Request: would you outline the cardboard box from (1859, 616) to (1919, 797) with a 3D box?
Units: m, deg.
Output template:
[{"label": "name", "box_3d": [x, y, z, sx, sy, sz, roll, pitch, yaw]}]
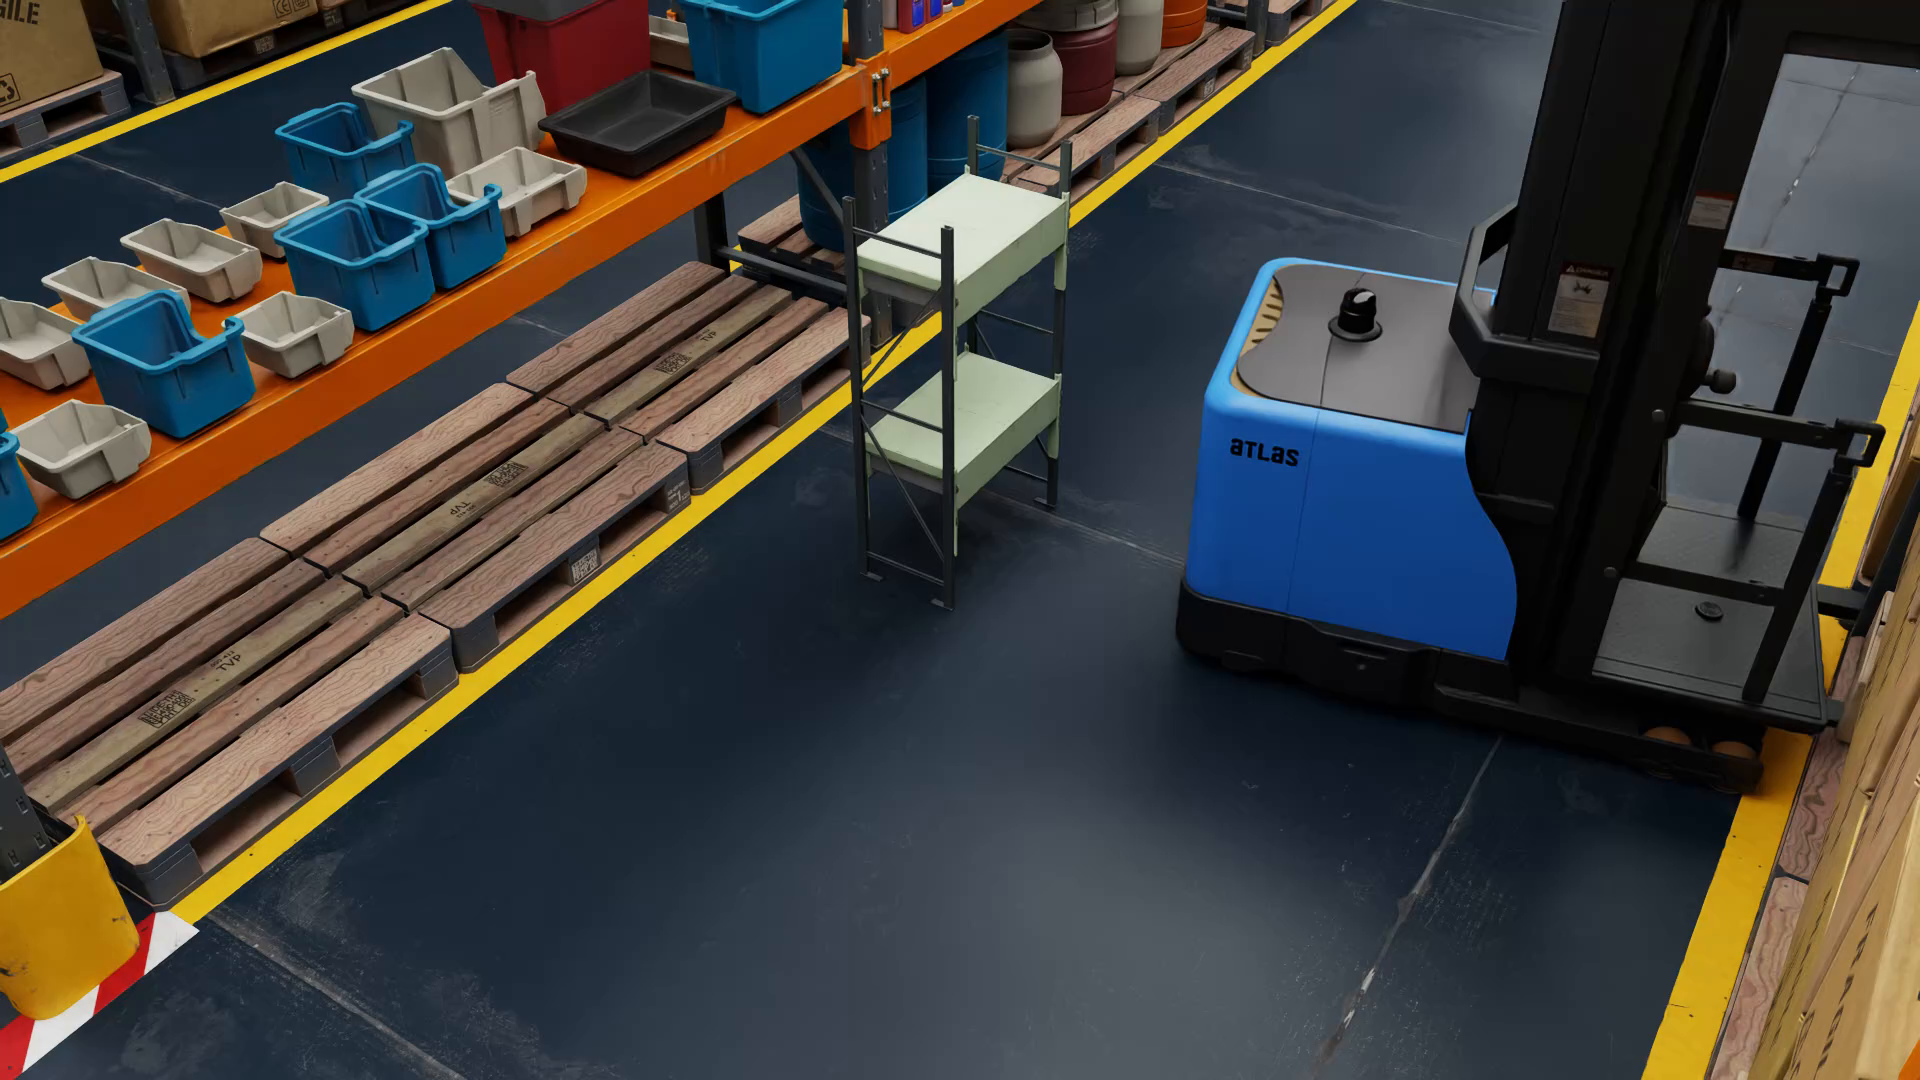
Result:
[{"label": "cardboard box", "box_3d": [1.833, 0.182, 2.656, 0.500, 0.500, 0.500, 22, 43, 26]}]

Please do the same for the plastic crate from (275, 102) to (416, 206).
[{"label": "plastic crate", "box_3d": [-2.013, -1.255, 5.510, 0.416, 0.233, 0.300, 21, 42, 25]}]

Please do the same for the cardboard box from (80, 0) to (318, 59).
[{"label": "cardboard box", "box_3d": [-4.610, -3.499, 9.728, 1.225, 0.875, 0.875, 21, 42, 25]}]

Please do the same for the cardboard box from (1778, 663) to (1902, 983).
[{"label": "cardboard box", "box_3d": [1.840, 0.583, 2.955, 0.500, 0.500, 0.500, 22, 43, 25]}]

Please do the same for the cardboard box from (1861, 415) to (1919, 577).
[{"label": "cardboard box", "box_3d": [3.449, -0.128, 5.646, 0.500, 0.500, 0.500, 21, 42, 25]}]

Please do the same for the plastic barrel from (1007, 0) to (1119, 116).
[{"label": "plastic barrel", "box_3d": [0.536, -2.651, 8.863, 0.600, 0.588, 0.708, 21, 42, 25]}]

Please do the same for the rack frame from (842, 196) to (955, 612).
[{"label": "rack frame", "box_3d": [-0.193, -0.409, 5.552, 0.400, 1.500, 0.023, 21, 42, 25]}]

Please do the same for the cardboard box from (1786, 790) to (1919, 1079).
[{"label": "cardboard box", "box_3d": [1.290, 0.712, 1.969, 0.500, 0.500, 0.500, 21, 42, 25]}]

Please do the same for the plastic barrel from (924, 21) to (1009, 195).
[{"label": "plastic barrel", "box_3d": [-0.069, -2.193, 8.012, 0.600, 0.901, 0.708, 21, 42, 25]}]

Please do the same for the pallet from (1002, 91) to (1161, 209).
[{"label": "pallet", "box_3d": [0.347, -2.129, 8.838, 1.003, 0.211, 1.213, 21, 42, 25]}]

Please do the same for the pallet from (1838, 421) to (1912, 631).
[{"label": "pallet", "box_3d": [3.830, 0.077, 5.977, 1.003, 0.211, 1.213, 21, 42, 25]}]

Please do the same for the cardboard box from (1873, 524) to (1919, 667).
[{"label": "cardboard box", "box_3d": [2.382, 0.061, 3.632, 0.500, 0.500, 0.500, 21, 42, 25]}]

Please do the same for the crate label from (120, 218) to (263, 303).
[{"label": "crate label", "box_3d": [-2.317, -0.851, 5.063, 0.396, 0.136, 0.243, 21, 42, 25]}]

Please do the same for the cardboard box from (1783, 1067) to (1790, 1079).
[{"label": "cardboard box", "box_3d": [1.293, 1.107, 2.275, 0.500, 0.500, 0.500, 23, 43, 26]}]

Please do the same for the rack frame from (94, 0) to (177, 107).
[{"label": "rack frame", "box_3d": [-4.936, -3.838, 8.771, 1.000, 3.000, 0.127, 21, 42, 25]}]

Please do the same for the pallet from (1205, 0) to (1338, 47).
[{"label": "pallet", "box_3d": [1.837, -3.562, 10.698, 1.003, 0.211, 1.213, 21, 42, 25]}]

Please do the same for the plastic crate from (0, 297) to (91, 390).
[{"label": "plastic crate", "box_3d": [-2.613, -0.554, 4.679, 0.396, 0.136, 0.243, 21, 42, 25]}]

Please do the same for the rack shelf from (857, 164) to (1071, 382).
[{"label": "rack shelf", "box_3d": [0.004, -0.907, 5.558, 0.431, 0.370, 0.720, 21, 42, 25]}]

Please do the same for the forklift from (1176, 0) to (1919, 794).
[{"label": "forklift", "box_3d": [2.314, -0.733, 4.800, 3.031, 2.935, 1.130, 12, 39, 15]}]

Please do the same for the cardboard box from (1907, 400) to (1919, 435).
[{"label": "cardboard box", "box_3d": [3.990, -0.638, 6.308, 0.500, 0.500, 0.500, 22, 43, 26]}]

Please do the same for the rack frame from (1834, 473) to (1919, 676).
[{"label": "rack frame", "box_3d": [3.426, -0.595, 4.565, 1.000, 3.000, 0.127, 21, 42, 25]}]

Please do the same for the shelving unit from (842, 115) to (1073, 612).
[{"label": "shelving unit", "box_3d": [0.004, -0.597, 5.797, 0.431, 1.500, 0.755, 21, 42, 25]}]

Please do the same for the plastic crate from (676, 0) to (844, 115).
[{"label": "plastic crate", "box_3d": [-0.716, -1.883, 6.199, 0.392, 0.384, 0.575, 21, 42, 25]}]

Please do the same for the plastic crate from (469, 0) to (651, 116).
[{"label": "plastic crate", "box_3d": [-1.444, -1.888, 6.141, 0.402, 0.464, 0.583, 21, 42, 25]}]

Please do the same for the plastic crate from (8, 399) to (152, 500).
[{"label": "plastic crate", "box_3d": [-2.245, -0.233, 4.262, 0.250, 0.136, 0.298, 21, 42, 25]}]

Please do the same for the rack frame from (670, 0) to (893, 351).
[{"label": "rack frame", "box_3d": [-0.754, -2.217, 6.670, 1.000, 3.000, 0.127, 21, 42, 25]}]

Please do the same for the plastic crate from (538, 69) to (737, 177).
[{"label": "plastic crate", "box_3d": [-1.127, -1.467, 5.873, 0.437, 0.125, 0.590, 21, 42, 25]}]

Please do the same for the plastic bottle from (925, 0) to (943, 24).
[{"label": "plastic bottle", "box_3d": [-0.126, -2.290, 6.859, 0.061, 0.283, 0.133, 21, 42, 25]}]

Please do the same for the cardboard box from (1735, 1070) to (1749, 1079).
[{"label": "cardboard box", "box_3d": [1.901, 1.541, 3.686, 0.500, 0.250, 0.500, 21, 42, 25]}]

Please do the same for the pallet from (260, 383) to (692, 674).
[{"label": "pallet", "box_3d": [-1.768, -0.090, 6.194, 1.003, 0.211, 1.213, 21, 42, 25]}]

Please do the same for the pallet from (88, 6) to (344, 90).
[{"label": "pallet", "box_3d": [-4.587, -3.156, 10.171, 1.003, 0.211, 1.213, 21, 42, 25]}]

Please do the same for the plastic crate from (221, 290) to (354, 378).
[{"label": "plastic crate", "box_3d": [-1.882, -0.582, 4.715, 0.250, 0.136, 0.298, 21, 42, 25]}]

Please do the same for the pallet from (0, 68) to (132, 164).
[{"label": "pallet", "box_3d": [-5.410, -2.367, 9.147, 1.003, 0.211, 1.213, 21, 42, 25]}]

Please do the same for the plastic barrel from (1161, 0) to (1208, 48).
[{"label": "plastic barrel", "box_3d": [1.141, -3.329, 9.545, 0.600, 0.830, 0.708, 21, 42, 25]}]

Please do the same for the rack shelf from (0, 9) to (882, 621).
[{"label": "rack shelf", "box_3d": [-1.826, -0.902, 5.552, 1.077, 0.370, 4.000, 21, 42, 25]}]

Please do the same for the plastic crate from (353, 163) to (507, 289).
[{"label": "plastic crate", "box_3d": [-1.621, -0.966, 5.134, 0.416, 0.233, 0.300, 21, 42, 25]}]

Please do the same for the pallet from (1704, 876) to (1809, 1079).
[{"label": "pallet", "box_3d": [2.405, 1.494, 4.139, 1.003, 0.211, 1.213, 21, 42, 25]}]

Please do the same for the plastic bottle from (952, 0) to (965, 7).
[{"label": "plastic bottle", "box_3d": [-0.028, -2.400, 7.012, 0.097, 0.271, 0.097, 0, 38, 0]}]
